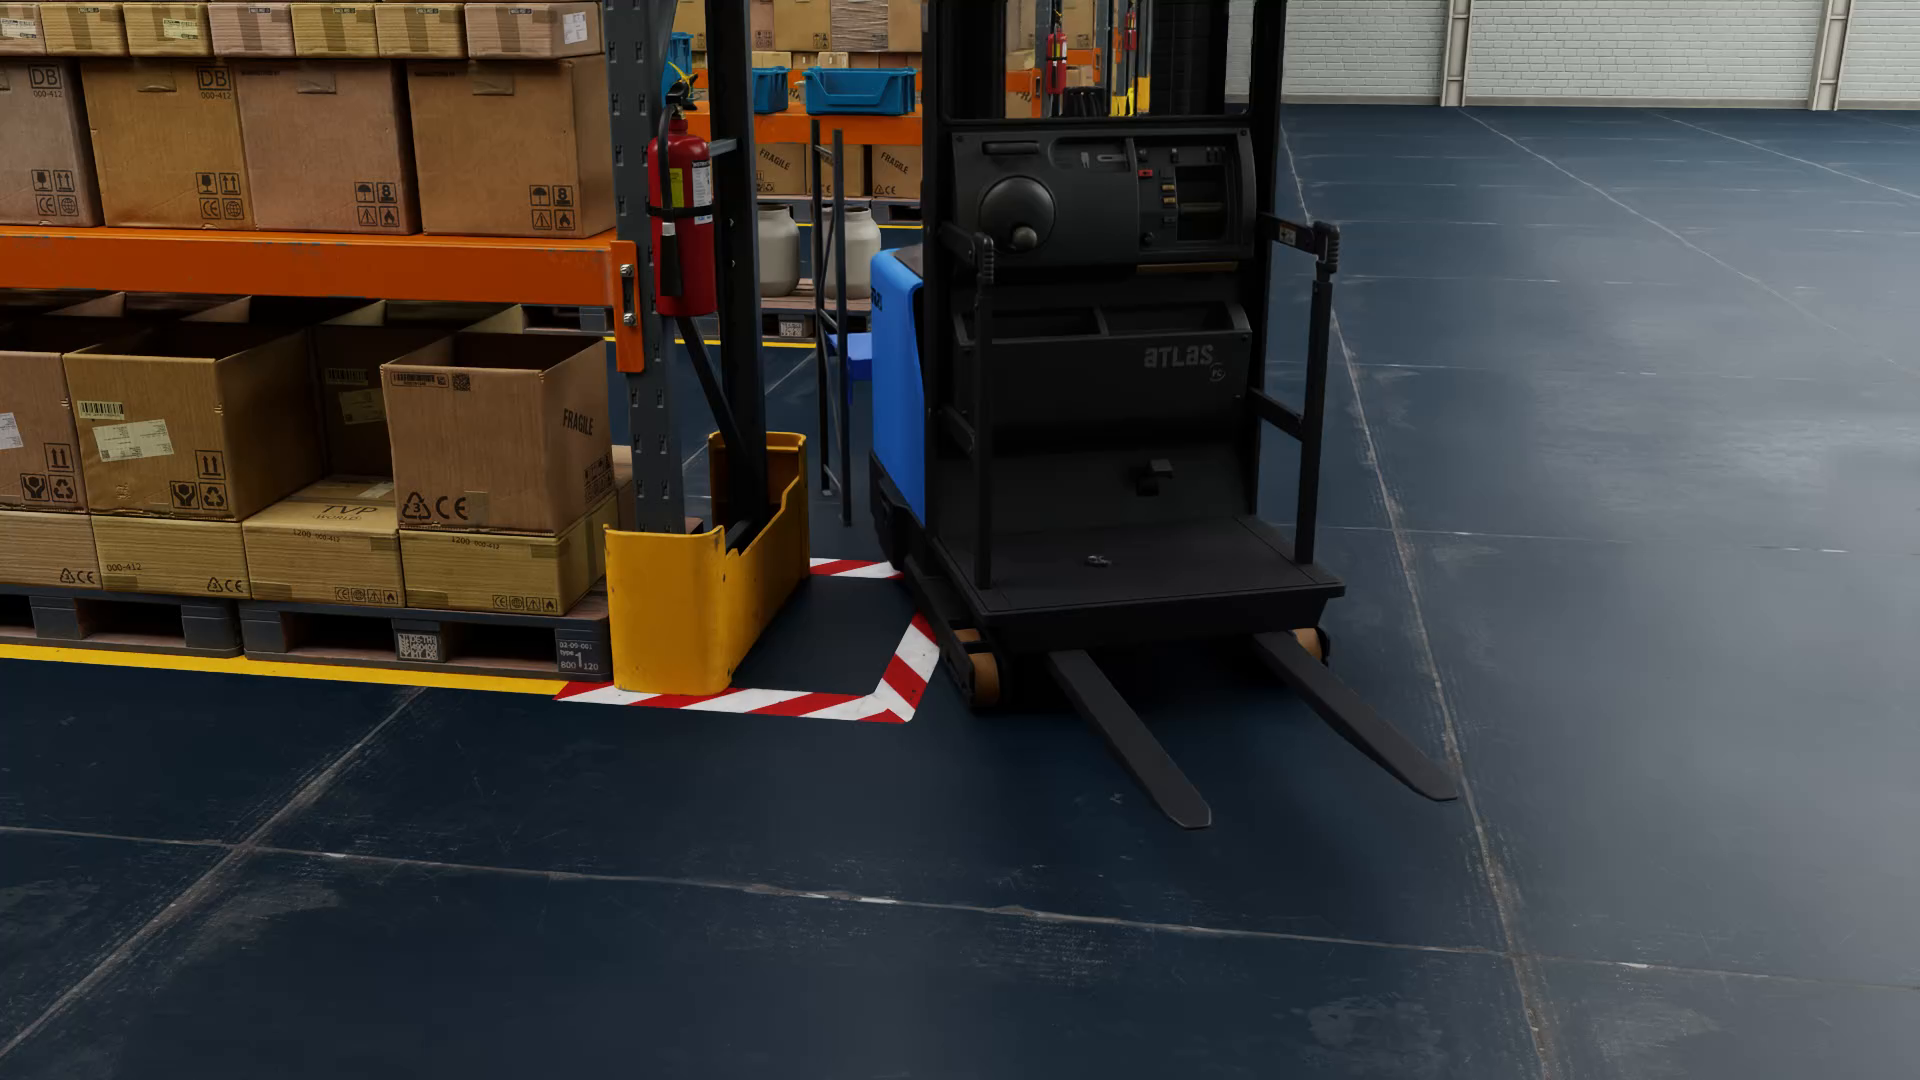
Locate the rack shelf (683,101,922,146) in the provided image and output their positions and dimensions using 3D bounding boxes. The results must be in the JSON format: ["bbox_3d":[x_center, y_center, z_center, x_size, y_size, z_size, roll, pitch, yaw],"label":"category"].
[{"bbox_3d":[-1.998,-2.460,10.063,4.000,0.370,1.077,3,19,9],"label":"rack shelf"}]

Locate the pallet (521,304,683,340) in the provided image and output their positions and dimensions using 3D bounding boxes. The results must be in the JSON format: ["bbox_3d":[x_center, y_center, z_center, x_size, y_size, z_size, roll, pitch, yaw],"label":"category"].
[{"bbox_3d":[-2.108,-1.472,10.371,1.213,0.211,1.003,3,19,9],"label":"pallet"}]

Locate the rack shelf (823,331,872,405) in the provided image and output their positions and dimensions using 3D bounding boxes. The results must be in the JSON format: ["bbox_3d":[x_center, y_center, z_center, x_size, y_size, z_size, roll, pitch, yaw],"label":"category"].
[{"bbox_3d":[-0.013,-0.720,6.658,1.000,0.185,0.538,-5,19,-14],"label":"rack shelf"}]

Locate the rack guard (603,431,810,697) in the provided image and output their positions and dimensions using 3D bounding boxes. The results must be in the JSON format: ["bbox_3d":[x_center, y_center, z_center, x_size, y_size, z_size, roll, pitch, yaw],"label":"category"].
[{"bbox_3d":[-0.789,0.037,5.404,0.348,0.500,1.175,3,19,9],"label":"rack guard"}]

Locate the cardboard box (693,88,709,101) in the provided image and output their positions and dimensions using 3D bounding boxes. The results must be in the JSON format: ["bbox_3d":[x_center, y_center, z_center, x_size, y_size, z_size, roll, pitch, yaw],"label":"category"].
[{"bbox_3d":[-2.927,-5.138,19.815,0.750,0.750,1.050,3,19,8],"label":"cardboard box"}]

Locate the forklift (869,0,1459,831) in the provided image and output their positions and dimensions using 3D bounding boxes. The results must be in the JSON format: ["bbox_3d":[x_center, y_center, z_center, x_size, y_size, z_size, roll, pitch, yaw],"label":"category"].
[{"bbox_3d":[0.485,-1.031,4.764,1.130,2.935,3.031,-4,19,-12],"label":"forklift"}]

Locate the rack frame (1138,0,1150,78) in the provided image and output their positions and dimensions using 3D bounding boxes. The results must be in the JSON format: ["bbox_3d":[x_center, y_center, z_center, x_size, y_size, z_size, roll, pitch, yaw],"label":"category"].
[{"bbox_3d":[3.118,-8.913,28.213,0.127,3.000,1.000,3,19,9],"label":"rack frame"}]

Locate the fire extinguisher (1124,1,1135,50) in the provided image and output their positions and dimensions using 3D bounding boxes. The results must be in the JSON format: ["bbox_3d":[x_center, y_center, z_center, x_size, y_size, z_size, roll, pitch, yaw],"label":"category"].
[{"bbox_3d":[2.374,-7.170,23.128,0.183,0.674,0.296,3,19,9],"label":"fire extinguisher"}]

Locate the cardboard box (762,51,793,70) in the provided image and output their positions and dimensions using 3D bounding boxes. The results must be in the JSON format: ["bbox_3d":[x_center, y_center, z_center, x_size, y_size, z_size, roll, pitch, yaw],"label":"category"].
[{"bbox_3d":[-1.539,-4.158,14.400,0.250,0.149,0.380,3,19,9],"label":"cardboard box"}]

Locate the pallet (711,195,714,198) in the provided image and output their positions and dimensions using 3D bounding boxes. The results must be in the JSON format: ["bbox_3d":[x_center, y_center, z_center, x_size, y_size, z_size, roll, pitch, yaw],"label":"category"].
[{"bbox_3d":[-2.518,-3.109,15.262,1.213,0.211,1.003,3,19,9],"label":"pallet"}]

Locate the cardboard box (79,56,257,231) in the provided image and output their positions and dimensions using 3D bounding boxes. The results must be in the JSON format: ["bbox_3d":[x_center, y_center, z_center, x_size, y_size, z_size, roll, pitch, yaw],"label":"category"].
[{"bbox_3d":[-2.280,-1.276,5.231,0.500,0.500,0.700,3,19,9],"label":"cardboard box"}]

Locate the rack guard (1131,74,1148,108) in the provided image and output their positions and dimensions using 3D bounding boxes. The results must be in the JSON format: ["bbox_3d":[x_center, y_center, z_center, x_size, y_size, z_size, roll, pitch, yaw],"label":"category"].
[{"bbox_3d":[3.142,-7.726,28.606,0.348,0.500,1.175,3,19,9],"label":"rack guard"}]

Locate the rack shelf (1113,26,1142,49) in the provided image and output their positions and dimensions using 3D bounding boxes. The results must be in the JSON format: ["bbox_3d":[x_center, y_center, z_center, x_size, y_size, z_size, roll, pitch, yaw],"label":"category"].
[{"bbox_3d":[1.143,-8.672,28.627,4.000,0.370,1.077,3,19,9],"label":"rack shelf"}]

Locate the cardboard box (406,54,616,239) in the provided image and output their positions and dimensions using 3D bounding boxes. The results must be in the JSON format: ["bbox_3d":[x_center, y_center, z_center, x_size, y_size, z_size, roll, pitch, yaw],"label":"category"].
[{"bbox_3d":[-1.271,-1.224,5.077,0.500,0.500,0.700,3,19,9],"label":"cardboard box"}]

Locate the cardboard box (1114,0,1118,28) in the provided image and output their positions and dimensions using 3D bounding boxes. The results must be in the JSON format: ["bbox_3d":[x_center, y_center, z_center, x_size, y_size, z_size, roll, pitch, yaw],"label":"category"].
[{"bbox_3d":[2.591,-8.902,28.025,0.500,0.500,0.500,3,19,7],"label":"cardboard box"}]

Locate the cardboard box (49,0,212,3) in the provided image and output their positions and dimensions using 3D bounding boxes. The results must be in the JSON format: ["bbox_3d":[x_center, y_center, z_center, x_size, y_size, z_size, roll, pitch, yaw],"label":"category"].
[{"bbox_3d":[-2.341,-1.892,5.028,0.500,0.500,0.700,3,19,9],"label":"cardboard box"}]

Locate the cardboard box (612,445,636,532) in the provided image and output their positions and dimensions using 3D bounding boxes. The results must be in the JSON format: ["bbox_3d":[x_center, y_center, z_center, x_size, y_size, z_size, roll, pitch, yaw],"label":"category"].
[{"bbox_3d":[-1.307,-0.141,5.669,0.500,0.250,0.500,3,19,9],"label":"cardboard box"}]

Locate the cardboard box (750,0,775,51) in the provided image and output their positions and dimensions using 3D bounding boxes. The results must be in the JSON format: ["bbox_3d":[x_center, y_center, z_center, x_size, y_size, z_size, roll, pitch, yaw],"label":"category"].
[{"bbox_3d":[-1.755,-4.571,14.609,0.500,0.500,0.875,3,19,9],"label":"cardboard box"}]

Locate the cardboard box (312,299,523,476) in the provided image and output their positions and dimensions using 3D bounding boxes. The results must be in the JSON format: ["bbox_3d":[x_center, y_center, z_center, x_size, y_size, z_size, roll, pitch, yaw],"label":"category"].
[{"bbox_3d":[-1.801,-0.521,5.624,0.500,0.500,0.500,3,19,9],"label":"cardboard box"}]

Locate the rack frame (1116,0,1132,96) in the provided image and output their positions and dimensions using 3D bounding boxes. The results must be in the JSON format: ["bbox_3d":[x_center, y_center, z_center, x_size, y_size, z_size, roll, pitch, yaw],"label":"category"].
[{"bbox_3d":[2.335,-7.357,23.564,0.127,3.000,1.000,3,19,9],"label":"rack frame"}]

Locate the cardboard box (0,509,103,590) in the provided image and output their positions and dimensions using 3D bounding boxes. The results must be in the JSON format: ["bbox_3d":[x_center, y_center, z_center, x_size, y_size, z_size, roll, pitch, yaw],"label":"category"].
[{"bbox_3d":[-2.872,-0.051,5.399,0.500,0.250,0.500,3,19,9],"label":"cardboard box"}]

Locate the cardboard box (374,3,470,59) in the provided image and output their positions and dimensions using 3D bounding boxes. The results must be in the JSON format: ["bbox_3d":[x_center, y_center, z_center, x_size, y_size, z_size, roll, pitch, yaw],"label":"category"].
[{"bbox_3d":[-1.478,-1.477,4.809,0.250,0.149,0.380,3,19,10],"label":"cardboard box"}]

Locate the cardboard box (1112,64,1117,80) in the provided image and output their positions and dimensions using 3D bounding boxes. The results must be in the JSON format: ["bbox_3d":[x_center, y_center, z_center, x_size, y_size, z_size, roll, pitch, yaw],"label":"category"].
[{"bbox_3d":[2.588,-7.971,28.283,0.500,0.250,0.500,3,19,8],"label":"cardboard box"}]

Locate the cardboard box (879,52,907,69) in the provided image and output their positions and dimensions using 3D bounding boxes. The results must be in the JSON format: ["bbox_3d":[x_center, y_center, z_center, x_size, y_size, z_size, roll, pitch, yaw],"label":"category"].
[{"bbox_3d":[-0.538,-4.135,14.331,0.250,0.149,0.380,3,19,9],"label":"cardboard box"}]

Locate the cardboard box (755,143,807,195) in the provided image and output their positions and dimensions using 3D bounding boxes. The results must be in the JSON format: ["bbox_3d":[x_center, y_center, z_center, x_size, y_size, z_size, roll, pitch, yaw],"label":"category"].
[{"bbox_3d":[-1.606,-3.402,15.021,0.500,0.500,0.500,1,19,4],"label":"cardboard box"}]

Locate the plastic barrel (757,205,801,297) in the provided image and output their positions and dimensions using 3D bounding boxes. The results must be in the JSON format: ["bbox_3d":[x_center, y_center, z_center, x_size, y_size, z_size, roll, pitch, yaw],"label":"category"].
[{"bbox_3d":[-1.180,-1.755,10.079,0.421,0.512,0.421,0,18,0],"label":"plastic barrel"}]

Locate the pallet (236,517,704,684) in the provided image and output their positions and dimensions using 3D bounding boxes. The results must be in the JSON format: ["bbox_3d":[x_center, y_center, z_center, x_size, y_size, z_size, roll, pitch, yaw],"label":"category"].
[{"bbox_3d":[-1.574,0.148,5.529,1.213,0.211,1.003,3,19,9],"label":"pallet"}]

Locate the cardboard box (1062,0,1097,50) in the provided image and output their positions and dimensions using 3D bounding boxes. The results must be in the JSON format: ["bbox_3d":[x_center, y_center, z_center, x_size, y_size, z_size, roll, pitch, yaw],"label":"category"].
[{"bbox_3d":[1.276,-5.877,18.904,0.550,0.550,0.875,3,19,9],"label":"cardboard box"}]

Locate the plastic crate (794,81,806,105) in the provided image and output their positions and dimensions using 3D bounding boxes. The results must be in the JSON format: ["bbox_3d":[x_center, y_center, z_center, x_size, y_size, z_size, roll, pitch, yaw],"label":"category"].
[{"bbox_3d":[-0.856,-2.722,10.126,0.250,0.136,0.298,3,19,9],"label":"plastic crate"}]

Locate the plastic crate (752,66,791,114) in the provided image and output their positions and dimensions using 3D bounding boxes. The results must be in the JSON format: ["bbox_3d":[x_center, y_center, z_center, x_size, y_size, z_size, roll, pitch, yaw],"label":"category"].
[{"bbox_3d":[-1.205,-2.596,9.570,0.408,0.251,0.499,3,19,9],"label":"plastic crate"}]

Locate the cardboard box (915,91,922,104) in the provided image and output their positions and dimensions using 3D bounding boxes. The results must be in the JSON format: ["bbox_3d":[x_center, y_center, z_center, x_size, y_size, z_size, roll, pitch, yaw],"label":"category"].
[{"bbox_3d":[-0.800,-5.097,19.494,0.875,0.875,0.875,3,19,9],"label":"cardboard box"}]

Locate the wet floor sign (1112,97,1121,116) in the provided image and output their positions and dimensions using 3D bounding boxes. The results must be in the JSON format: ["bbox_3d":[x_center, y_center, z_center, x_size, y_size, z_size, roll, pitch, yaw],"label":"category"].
[{"bbox_3d":[1.992,-5.304,21.137,0.232,0.644,0.267,0,19,-1],"label":"wet floor sign"}]

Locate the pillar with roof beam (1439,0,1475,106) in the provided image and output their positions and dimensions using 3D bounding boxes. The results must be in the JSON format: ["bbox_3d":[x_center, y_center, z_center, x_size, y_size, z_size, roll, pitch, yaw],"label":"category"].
[{"bbox_3d":[7.815,-10.424,23.276,0.400,9.000,9.100,3,19,9],"label":"pillar with roof beam"}]

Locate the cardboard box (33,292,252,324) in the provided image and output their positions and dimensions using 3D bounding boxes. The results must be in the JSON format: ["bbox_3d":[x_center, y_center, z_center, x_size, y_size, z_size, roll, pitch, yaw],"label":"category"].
[{"bbox_3d":[-2.787,-0.573,5.778,0.500,0.500,0.500,3,19,9],"label":"cardboard box"}]

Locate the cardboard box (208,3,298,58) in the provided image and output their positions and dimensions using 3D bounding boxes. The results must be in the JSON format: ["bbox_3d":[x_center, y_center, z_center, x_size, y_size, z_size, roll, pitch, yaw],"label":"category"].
[{"bbox_3d":[-1.979,-1.503,4.887,0.250,0.149,0.380,3,19,9],"label":"cardboard box"}]

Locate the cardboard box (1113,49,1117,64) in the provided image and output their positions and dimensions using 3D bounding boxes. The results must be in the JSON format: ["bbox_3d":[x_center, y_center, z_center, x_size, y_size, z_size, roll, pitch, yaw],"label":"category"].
[{"bbox_3d":[2.614,-8.207,28.201,0.500,0.250,0.500,4,19,10],"label":"cardboard box"}]

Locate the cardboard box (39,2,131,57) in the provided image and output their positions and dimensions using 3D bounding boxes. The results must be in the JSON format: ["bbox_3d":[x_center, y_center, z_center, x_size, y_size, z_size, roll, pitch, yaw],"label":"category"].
[{"bbox_3d":[-2.498,-1.529,4.964,0.250,0.149,0.380,3,19,10],"label":"cardboard box"}]

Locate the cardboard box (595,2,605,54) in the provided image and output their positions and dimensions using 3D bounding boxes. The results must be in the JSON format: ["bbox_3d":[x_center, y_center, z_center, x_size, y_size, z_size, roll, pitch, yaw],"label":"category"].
[{"bbox_3d":[-1.166,-1.591,5.152,0.250,0.149,0.380,3,19,8],"label":"cardboard box"}]

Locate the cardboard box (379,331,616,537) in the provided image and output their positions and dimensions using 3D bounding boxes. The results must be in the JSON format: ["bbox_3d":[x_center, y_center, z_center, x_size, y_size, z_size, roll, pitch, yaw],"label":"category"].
[{"bbox_3d":[-1.389,-0.334,5.063,0.500,0.500,0.500,3,19,9],"label":"cardboard box"}]

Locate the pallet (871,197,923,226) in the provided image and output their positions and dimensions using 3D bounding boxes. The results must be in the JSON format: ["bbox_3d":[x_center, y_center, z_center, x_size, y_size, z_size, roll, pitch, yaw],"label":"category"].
[{"bbox_3d":[-0.109,-2.986,14.895,1.213,0.211,1.003,3,19,9],"label":"pallet"}]

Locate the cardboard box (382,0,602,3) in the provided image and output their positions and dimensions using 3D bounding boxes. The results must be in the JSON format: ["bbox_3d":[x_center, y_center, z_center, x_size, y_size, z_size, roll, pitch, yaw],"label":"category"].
[{"bbox_3d":[-1.324,-1.842,4.879,0.500,0.500,0.700,3,19,9],"label":"cardboard box"}]

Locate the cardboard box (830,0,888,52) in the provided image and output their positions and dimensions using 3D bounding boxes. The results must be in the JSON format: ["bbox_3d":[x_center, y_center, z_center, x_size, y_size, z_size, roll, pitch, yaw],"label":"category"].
[{"bbox_3d":[-0.776,-4.504,14.409,0.500,0.500,0.875,3,19,9],"label":"cardboard box"}]

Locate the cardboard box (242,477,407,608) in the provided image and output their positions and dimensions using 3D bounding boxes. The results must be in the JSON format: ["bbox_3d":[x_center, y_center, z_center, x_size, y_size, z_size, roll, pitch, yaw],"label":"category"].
[{"bbox_3d":[-1.884,0.000,5.248,0.500,0.250,0.500,3,19,9],"label":"cardboard box"}]

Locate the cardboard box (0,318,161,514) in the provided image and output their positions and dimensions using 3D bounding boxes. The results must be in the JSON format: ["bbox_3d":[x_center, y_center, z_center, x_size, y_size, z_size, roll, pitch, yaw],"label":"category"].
[{"bbox_3d":[-2.872,-0.405,5.276,0.500,0.500,0.500,3,19,9],"label":"cardboard box"}]

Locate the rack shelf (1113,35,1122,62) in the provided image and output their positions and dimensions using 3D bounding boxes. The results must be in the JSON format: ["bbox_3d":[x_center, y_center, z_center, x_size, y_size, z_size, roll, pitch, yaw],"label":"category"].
[{"bbox_3d":[0.360,-7.117,23.979,4.000,0.370,1.077,3,19,9],"label":"rack shelf"}]

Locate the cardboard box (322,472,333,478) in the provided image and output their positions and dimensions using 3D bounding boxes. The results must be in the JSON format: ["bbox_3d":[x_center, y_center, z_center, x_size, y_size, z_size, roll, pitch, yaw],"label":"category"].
[{"bbox_3d":[-2.294,-0.190,5.817,0.500,0.250,0.500,3,19,9],"label":"cardboard box"}]

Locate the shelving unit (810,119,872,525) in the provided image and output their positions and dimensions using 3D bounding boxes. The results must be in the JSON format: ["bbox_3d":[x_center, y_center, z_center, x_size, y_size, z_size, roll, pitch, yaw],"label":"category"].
[{"bbox_3d":[-0.013,-0.891,6.601,1.048,1.500,0.538,-5,19,-14],"label":"shelving unit"}]

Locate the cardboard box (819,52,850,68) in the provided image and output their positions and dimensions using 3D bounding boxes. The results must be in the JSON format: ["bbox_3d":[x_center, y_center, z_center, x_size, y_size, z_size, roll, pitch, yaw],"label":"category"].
[{"bbox_3d":[-1.049,-4.126,14.302,0.250,0.149,0.380,3,19,9],"label":"cardboard box"}]

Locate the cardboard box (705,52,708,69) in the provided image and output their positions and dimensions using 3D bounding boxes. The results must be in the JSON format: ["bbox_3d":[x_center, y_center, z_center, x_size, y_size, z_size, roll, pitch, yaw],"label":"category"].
[{"bbox_3d":[-2.038,-4.174,14.447,0.250,0.149,0.380,3,19,9],"label":"cardboard box"}]

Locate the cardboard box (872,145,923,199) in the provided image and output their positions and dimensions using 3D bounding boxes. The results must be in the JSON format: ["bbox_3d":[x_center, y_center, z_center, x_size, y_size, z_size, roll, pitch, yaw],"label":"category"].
[{"bbox_3d":[-0.447,-3.322,14.783,0.500,0.500,0.500,8,20,23],"label":"cardboard box"}]

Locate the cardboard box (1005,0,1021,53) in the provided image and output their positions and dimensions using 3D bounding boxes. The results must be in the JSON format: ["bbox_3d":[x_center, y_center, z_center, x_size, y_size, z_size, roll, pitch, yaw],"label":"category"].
[{"bbox_3d":[0.224,-4.477,14.331,0.500,0.500,0.875,3,19,9],"label":"cardboard box"}]

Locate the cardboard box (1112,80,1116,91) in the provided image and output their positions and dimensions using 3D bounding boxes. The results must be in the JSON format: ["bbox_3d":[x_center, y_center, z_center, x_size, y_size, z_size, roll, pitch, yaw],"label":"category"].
[{"bbox_3d":[2.604,-7.732,28.357,0.500,0.250,0.500,3,19,9],"label":"cardboard box"}]

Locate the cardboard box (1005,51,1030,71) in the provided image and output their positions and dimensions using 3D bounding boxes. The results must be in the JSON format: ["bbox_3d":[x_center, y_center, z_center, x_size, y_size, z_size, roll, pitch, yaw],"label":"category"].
[{"bbox_3d":[0.448,-4.083,14.175,0.250,0.149,0.380,3,19,9],"label":"cardboard box"}]
